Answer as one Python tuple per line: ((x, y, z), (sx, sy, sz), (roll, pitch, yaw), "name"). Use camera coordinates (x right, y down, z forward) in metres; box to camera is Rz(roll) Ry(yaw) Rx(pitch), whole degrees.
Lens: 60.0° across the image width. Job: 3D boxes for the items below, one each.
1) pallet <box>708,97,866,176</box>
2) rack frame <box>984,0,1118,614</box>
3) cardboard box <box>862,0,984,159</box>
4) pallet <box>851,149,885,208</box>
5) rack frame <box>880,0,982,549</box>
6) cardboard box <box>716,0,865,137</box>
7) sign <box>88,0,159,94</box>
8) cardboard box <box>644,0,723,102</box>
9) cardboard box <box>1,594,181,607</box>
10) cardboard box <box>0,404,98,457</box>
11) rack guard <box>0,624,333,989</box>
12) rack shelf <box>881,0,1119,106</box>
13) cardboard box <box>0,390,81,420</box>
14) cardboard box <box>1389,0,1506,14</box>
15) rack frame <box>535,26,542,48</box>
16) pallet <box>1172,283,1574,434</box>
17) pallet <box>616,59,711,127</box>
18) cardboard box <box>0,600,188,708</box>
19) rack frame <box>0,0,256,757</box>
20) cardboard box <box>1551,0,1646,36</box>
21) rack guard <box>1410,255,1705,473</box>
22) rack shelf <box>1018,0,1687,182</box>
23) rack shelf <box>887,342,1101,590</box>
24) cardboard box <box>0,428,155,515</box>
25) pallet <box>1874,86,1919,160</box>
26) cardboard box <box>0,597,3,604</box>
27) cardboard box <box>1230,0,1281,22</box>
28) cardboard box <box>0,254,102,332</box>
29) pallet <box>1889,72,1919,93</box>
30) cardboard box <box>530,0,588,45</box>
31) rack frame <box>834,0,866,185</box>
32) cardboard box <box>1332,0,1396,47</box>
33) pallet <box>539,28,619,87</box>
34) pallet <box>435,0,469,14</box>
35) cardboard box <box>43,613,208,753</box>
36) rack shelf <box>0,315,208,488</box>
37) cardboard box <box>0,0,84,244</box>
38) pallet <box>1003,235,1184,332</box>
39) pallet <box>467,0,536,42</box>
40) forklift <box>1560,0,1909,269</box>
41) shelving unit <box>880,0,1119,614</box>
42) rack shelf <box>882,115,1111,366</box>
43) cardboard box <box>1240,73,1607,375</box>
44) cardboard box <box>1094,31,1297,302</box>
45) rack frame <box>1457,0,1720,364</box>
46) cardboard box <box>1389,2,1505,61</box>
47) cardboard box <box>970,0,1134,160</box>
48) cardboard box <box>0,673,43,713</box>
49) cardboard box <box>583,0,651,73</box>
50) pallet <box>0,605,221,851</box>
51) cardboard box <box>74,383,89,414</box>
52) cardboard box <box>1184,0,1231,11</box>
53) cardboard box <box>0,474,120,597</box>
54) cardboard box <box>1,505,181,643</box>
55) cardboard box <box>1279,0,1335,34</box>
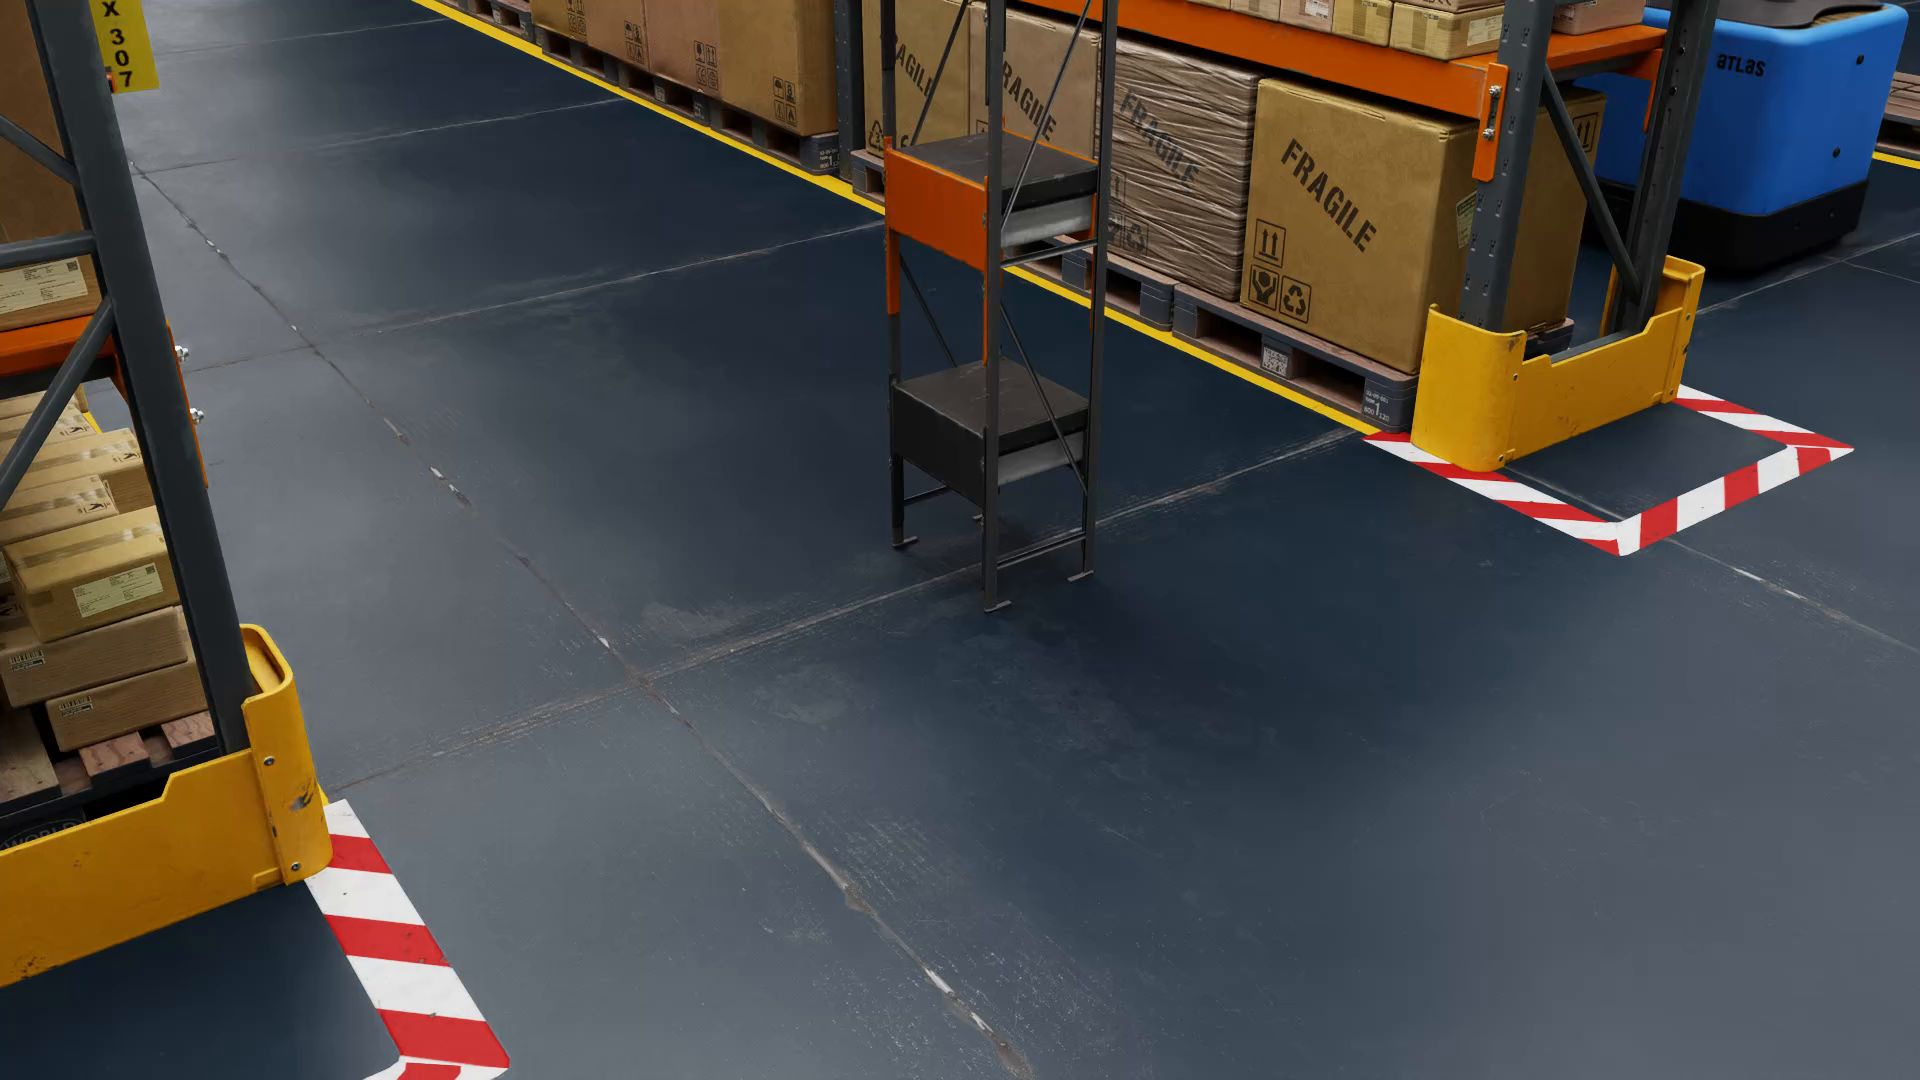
((-0.699, -2.381, 9.414), (1.003, 0.211, 1.213), (-19, 34, -31), "pallet")
((0.238, -0.763, 4.456), (0.400, 2.100, 0.015), (-19, 34, -31), "rack frame")
((0.127, -2.300, 8.128), (0.875, 0.875, 0.875), (-19, 34, -31), "cardboard box")
((0.187, -1.785, 8.316), (1.003, 0.211, 1.213), (-19, 34, -31), "pallet")
((-0.046, -0.953, 4.805), (0.400, 2.100, 0.015), (-19, 34, -31), "rack frame")
((-0.578, -2.822, 9.089), (1.225, 0.875, 0.875), (-19, 34, -30), "cardboard box")
((-1.527, -0.970, 2.985), (0.100, 0.325, 0.005), (-19, 34, -31), "sign")
((-1.097, -3.169, 9.728), (1.225, 0.875, 0.875), (-20, 34, -32), "cardboard box")
((-2.177, 0.102, 4.155), (0.380, 0.149, 0.250), (-19, 34, -31), "cardboard box")
((-2.507, -0.211, 4.419), (0.380, 0.149, 0.250), (-21, 35, -33), "cardboard box")
((-2.013, 0.630, 3.566), (1.175, 0.500, 0.348), (-19, 34, -31), "rack guard")
((0.096, -1.461, 4.303), (0.431, 0.518, 0.480), (-19, 34, -31), "rack shelf")
((-2.660, -0.321, 4.622), (0.380, 0.149, 0.250), (-17, 33, -29), "cardboard box")
((1.632, -1.952, 5.548), (0.500, 0.250, 0.500), (-19, 34, -31), "cardboard box")
((-2.511, -4.883, 11.098), (1.000, 3.000, 0.127), (-19, 34, -31), "rack frame")
((1.602, -0.836, 6.569), (1.003, 0.211, 1.213), (-19, 34, -31), "pallet")
((-1.411, -2.856, 10.288), (1.003, 0.211, 1.213), (-19, 34, -31), "pallet")
((-2.064, 0.224, 3.930), (0.380, 0.149, 0.250), (-17, 33, -29), "cardboard box")
((-1.969, -0.439, 2.915), (1.000, 3.000, 0.127), (-19, 34, -31), "rack frame")
((2.193, -1.892, 5.853), (0.380, 0.149, 0.250), (-18, 33, -30), "cardboard box")
((2.144, -0.665, 5.951), (1.175, 0.500, 0.348), (-19, 34, -31), "rack guard")
((0.970, -2.234, 6.974), (1.077, 0.370, 4.000), (-19, 34, -31), "rack shelf")
((0.096, -0.231, 4.971), (0.431, 0.518, 0.480), (-19, 34, -31), "rack shelf")
((-2.296, -0.137, 4.283), (0.380, 0.149, 0.250), (-19, 34, -31), "cardboard box")
((5.718, -2.250, 9.171), (1.003, 0.211, 1.213), (-19, 34, -31), "pallet")
((-2.391, 0.031, 4.285), (0.380, 0.149, 0.250), (-18, 33, -30), "cardboard box")
((1.213, -2.006, 6.064), (0.380, 0.149, 0.250), (-18, 33, -30), "cardboard box")
((-1.890, -0.545, 3.374), (0.380, 0.149, 0.250), (-19, 34, -31), "cardboard box")
((5.014, -2.724, 10.044), (1.003, 0.211, 1.213), (-19, 34, -31), "pallet")
((-2.127, -3.860, 11.000), (1.225, 0.875, 0.875), (-21, 35, -33), "cardboard box")
((-0.190, -3.328, 8.234), (1.000, 3.000, 0.127), (-19, 34, -31), "rack frame")
((1.503, -1.810, 5.703), (0.380, 0.149, 0.250), (-18, 33, -30), "cardboard box")
((-2.115, -3.330, 11.160), (1.003, 0.211, 1.213), (-19, 34, -31), "pallet")
((-3.666, -4.436, 13.196), (1.003, 0.211, 1.213), (-19, 34, -31), "pallet")
((-2.012, 0.337, 4.034), (0.380, 0.149, 0.250), (-18, 33, -30), "cardboard box")
((-3.129, -0.900, 4.519), (1.077, 0.370, 4.000), (-19, 34, -31), "rack shelf")
((-2.005, -0.865, 3.283), (0.500, 0.500, 0.500), (-17, 33, -28), "cardboard box")
((0.899, -1.310, 7.442), (1.003, 0.211, 1.213), (-19, 34, -31), "pallet")
((-2.963, -3.962, 12.323), (1.003, 0.211, 1.213), (-19, 34, -31), "pallet")
((2.913, -3.117, 7.918), (1.130, 2.935, 3.031), (-20, 34, -33), "forklift")
((0.096, -0.858, 4.630), (0.431, 2.100, 0.503), (-19, 34, -31), "shelving unit")
((0.096, -0.846, 4.637), (0.431, 0.518, 0.480), (-19, 34, -31), "rack shelf")
((1.693, -1.250, 6.195), (0.875, 0.875, 0.875), (-19, 34, -31), "cardboard box")
((1.165, -1.604, 6.847), (0.875, 0.875, 0.875), (-19, 34, -31), "cardboard box")
((2.130, -1.773, 5.371), (1.000, 3.000, 0.127), (-19, 34, -31), "rack frame")
((1.655, -1.710, 5.518), (0.380, 0.149, 0.250), (-18, 33, -30), "cardboard box")
((0.649, -1.950, 7.484), (0.875, 0.875, 0.875), (-19, 34, -31), "cardboard box")
((-2.231, 0.258, 4.179), (0.380, 0.149, 0.250), (-19, 34, -31), "cardboard box")
((-1.617, -3.511, 10.358), (1.225, 0.875, 0.875), (-19, 34, -30), "cardboard box")
((-2.456, 0.431, 4.235), (1.003, 0.211, 1.213), (-19, 34, -31), "pallet")
((-2.776, -0.436, 4.834), (0.380, 0.149, 0.250), (-18, 33, -30), "cardboard box")
((1.061, -2.106, 6.249), (0.380, 0.149, 0.250), (-20, 34, -32), "cardboard box")
((-2.254, -0.004, 4.038), (0.380, 0.149, 0.250), (-18, 33, -30), "cardboard box")
((-1.996, 0.070, 3.902), (0.380, 0.149, 0.250), (-21, 35, -33), "cardboard box")
((1.357, -1.909, 5.885), (0.380, 0.149, 0.250), (-19, 34, -31), "cardboard box")
